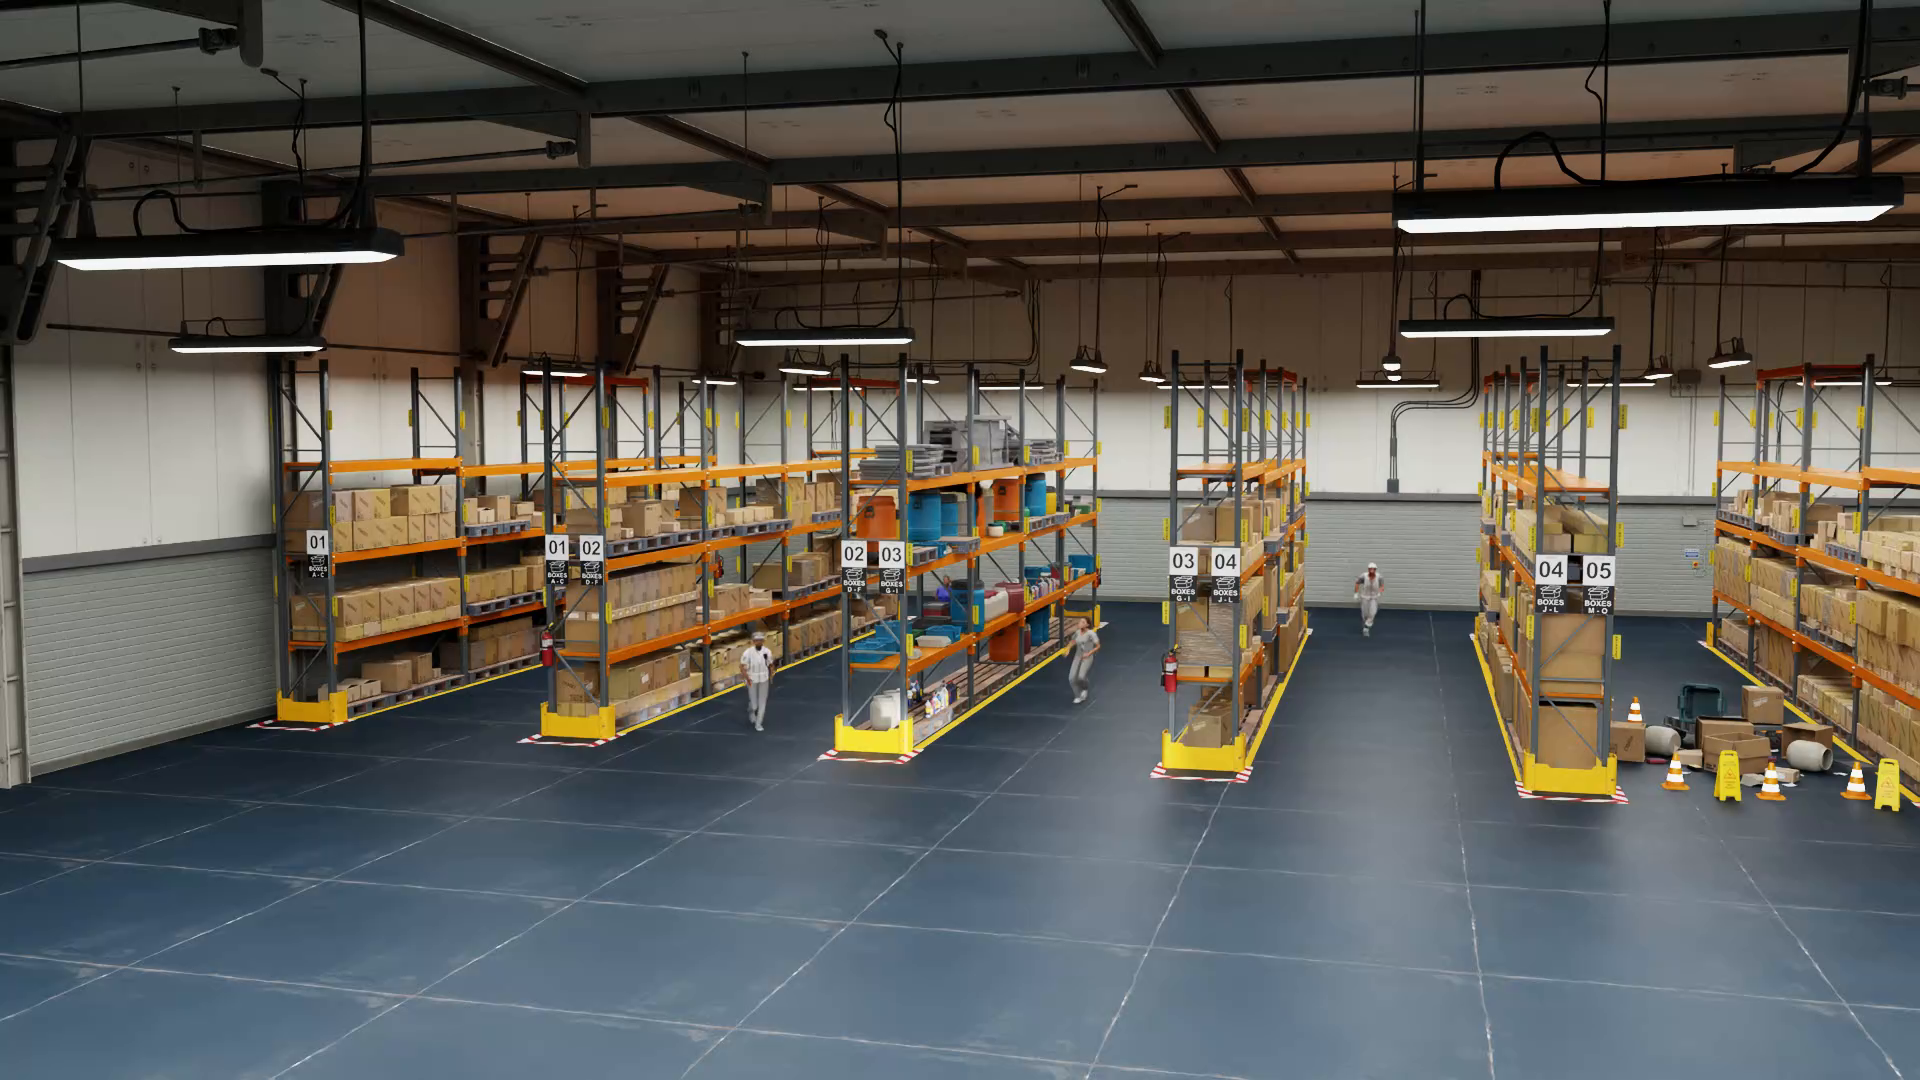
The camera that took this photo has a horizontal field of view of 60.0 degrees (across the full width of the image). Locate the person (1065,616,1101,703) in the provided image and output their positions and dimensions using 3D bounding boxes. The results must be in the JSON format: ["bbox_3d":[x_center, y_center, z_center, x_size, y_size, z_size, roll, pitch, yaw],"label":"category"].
[{"bbox_3d":[2.189,2.118,29.425,0.634,1.580,0.525,2,5,30],"label":"person"}]

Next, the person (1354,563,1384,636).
[{"bbox_3d":[9.523,1.370,38.684,0.655,1.714,0.689,0,4,-2],"label":"person"}]

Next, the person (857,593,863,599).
[{"bbox_3d":[-2.718,0.885,44.501,0.744,1.772,1.070,-2,4,-22],"label":"person"}]

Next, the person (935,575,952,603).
[{"bbox_3d":[-0.291,1.610,35.840,0.594,1.724,0.768,1,4,17],"label":"person"}]

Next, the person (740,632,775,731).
[{"bbox_3d":[-3.277,2.265,26.895,0.572,1.623,0.606,-1,4,-17],"label":"person"}]
